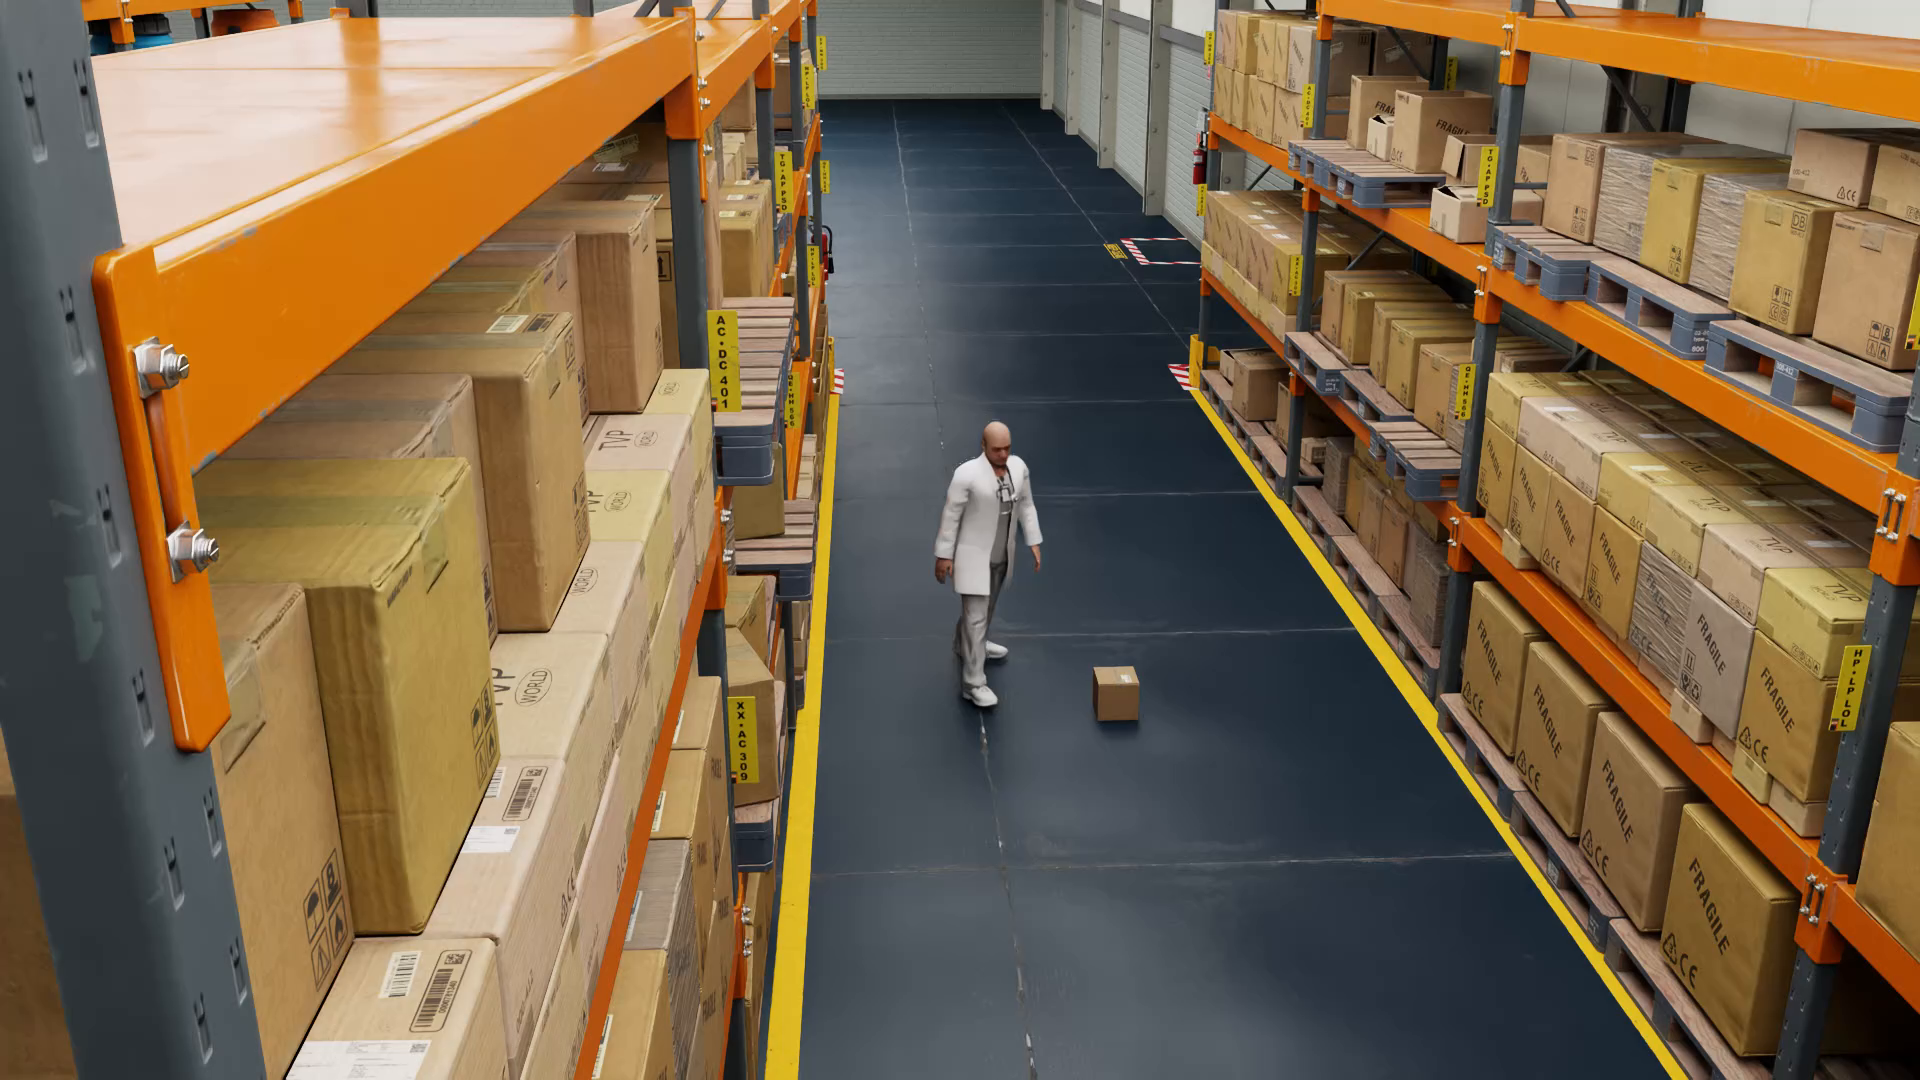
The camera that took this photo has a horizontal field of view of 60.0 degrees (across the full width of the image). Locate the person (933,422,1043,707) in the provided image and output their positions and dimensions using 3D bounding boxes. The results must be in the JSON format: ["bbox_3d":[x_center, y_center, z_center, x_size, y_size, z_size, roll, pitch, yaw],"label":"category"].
[{"bbox_3d":[0.169,0.079,10.421,0.688,1.749,0.878,-16,25,-36],"label":"person"}]
